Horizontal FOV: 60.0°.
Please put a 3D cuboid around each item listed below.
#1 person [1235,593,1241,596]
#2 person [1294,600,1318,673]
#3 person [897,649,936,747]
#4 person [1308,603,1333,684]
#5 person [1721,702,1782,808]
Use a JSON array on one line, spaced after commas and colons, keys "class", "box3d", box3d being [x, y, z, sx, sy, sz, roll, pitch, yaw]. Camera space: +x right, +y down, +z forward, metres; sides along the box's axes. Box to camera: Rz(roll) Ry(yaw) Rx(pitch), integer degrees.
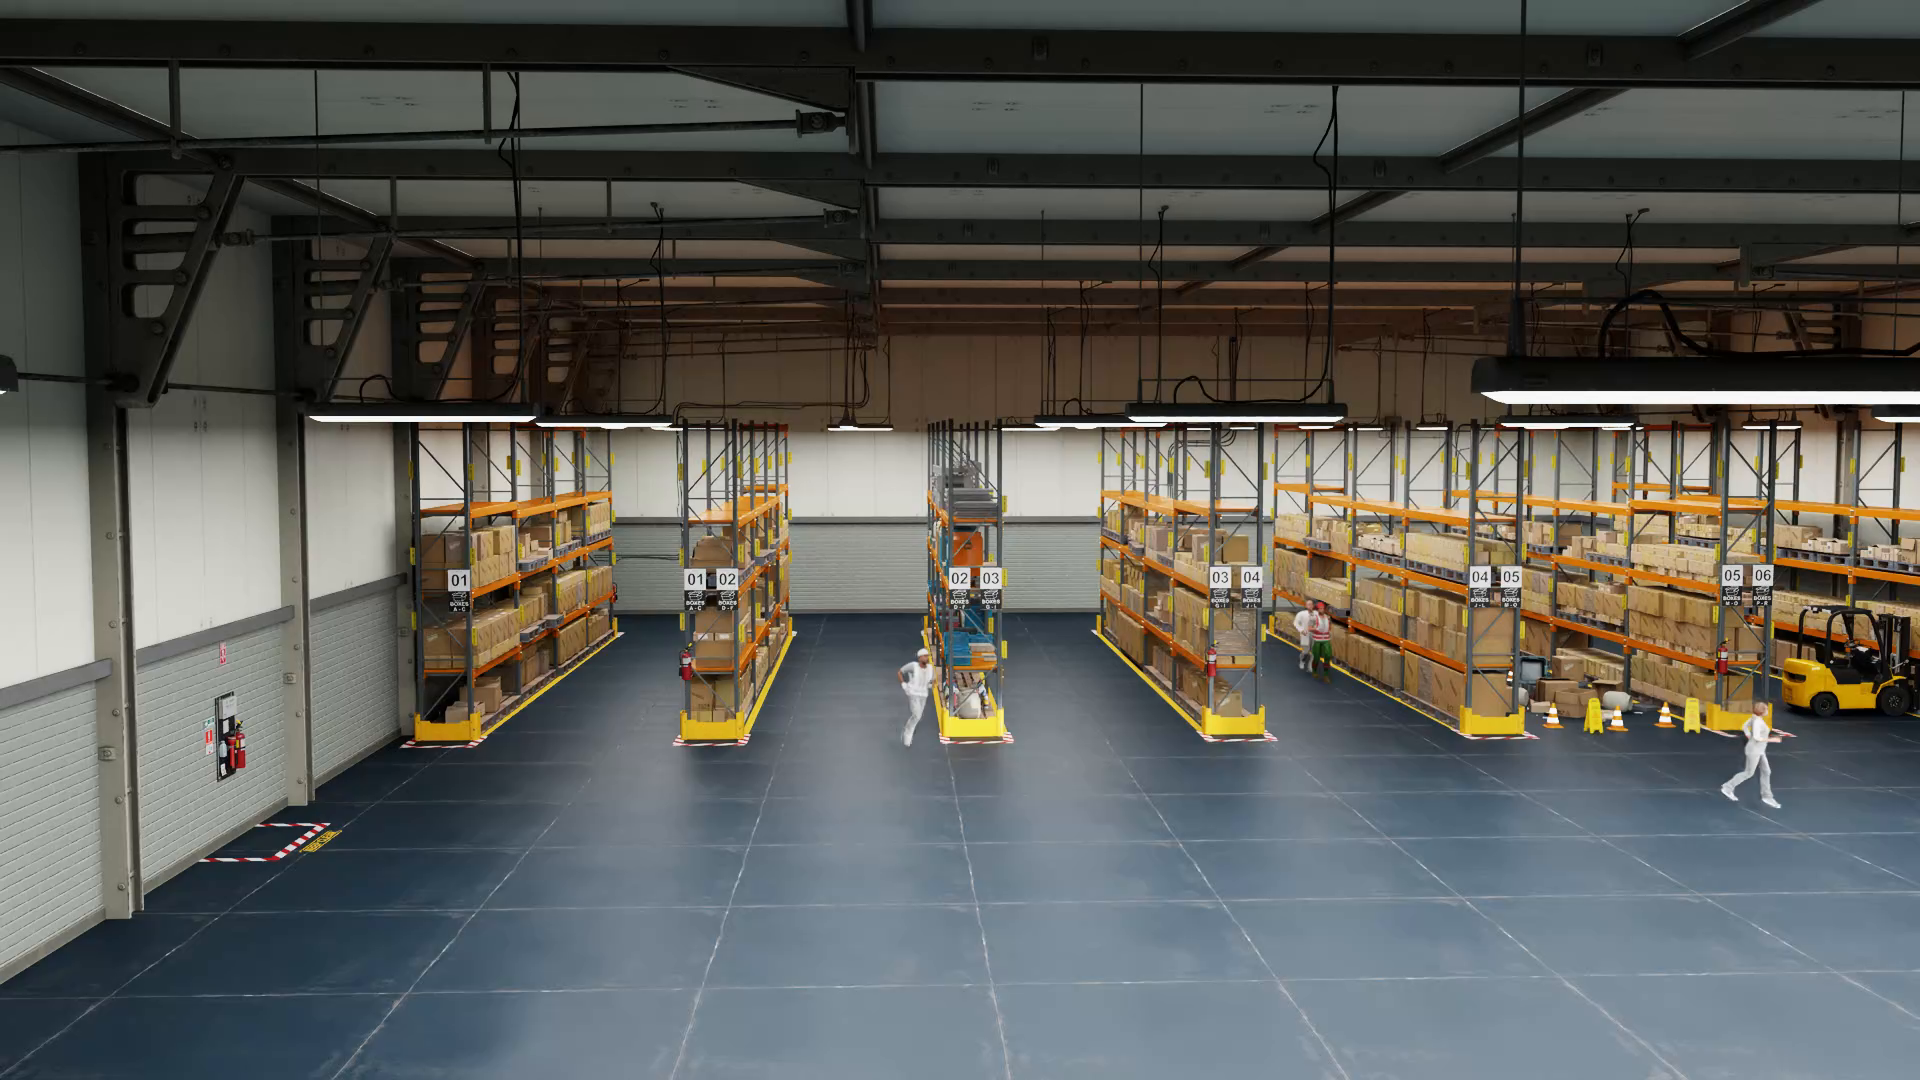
[{"class": "person", "box3d": [7.704, 1.808, 47.813, 0.764, 1.765, 0.662, 3, 5, 37]}, {"class": "person", "box3d": [8.370, 2.307, 39.817, 0.709, 1.725, 0.668, 0, 4, -6]}, {"class": "person", "box3d": [-0.762, 2.895, 30.645, 0.702, 1.783, 0.649, -3, 5, -39]}, {"class": "person", "box3d": [8.329, 2.356, 38.379, 0.632, 1.832, 0.765, 0, 4, -6]}, {"class": "person", "box3d": [12.177, 3.292, 25.558, 0.833, 1.602, 0.508, 2, 4, 30]}]
